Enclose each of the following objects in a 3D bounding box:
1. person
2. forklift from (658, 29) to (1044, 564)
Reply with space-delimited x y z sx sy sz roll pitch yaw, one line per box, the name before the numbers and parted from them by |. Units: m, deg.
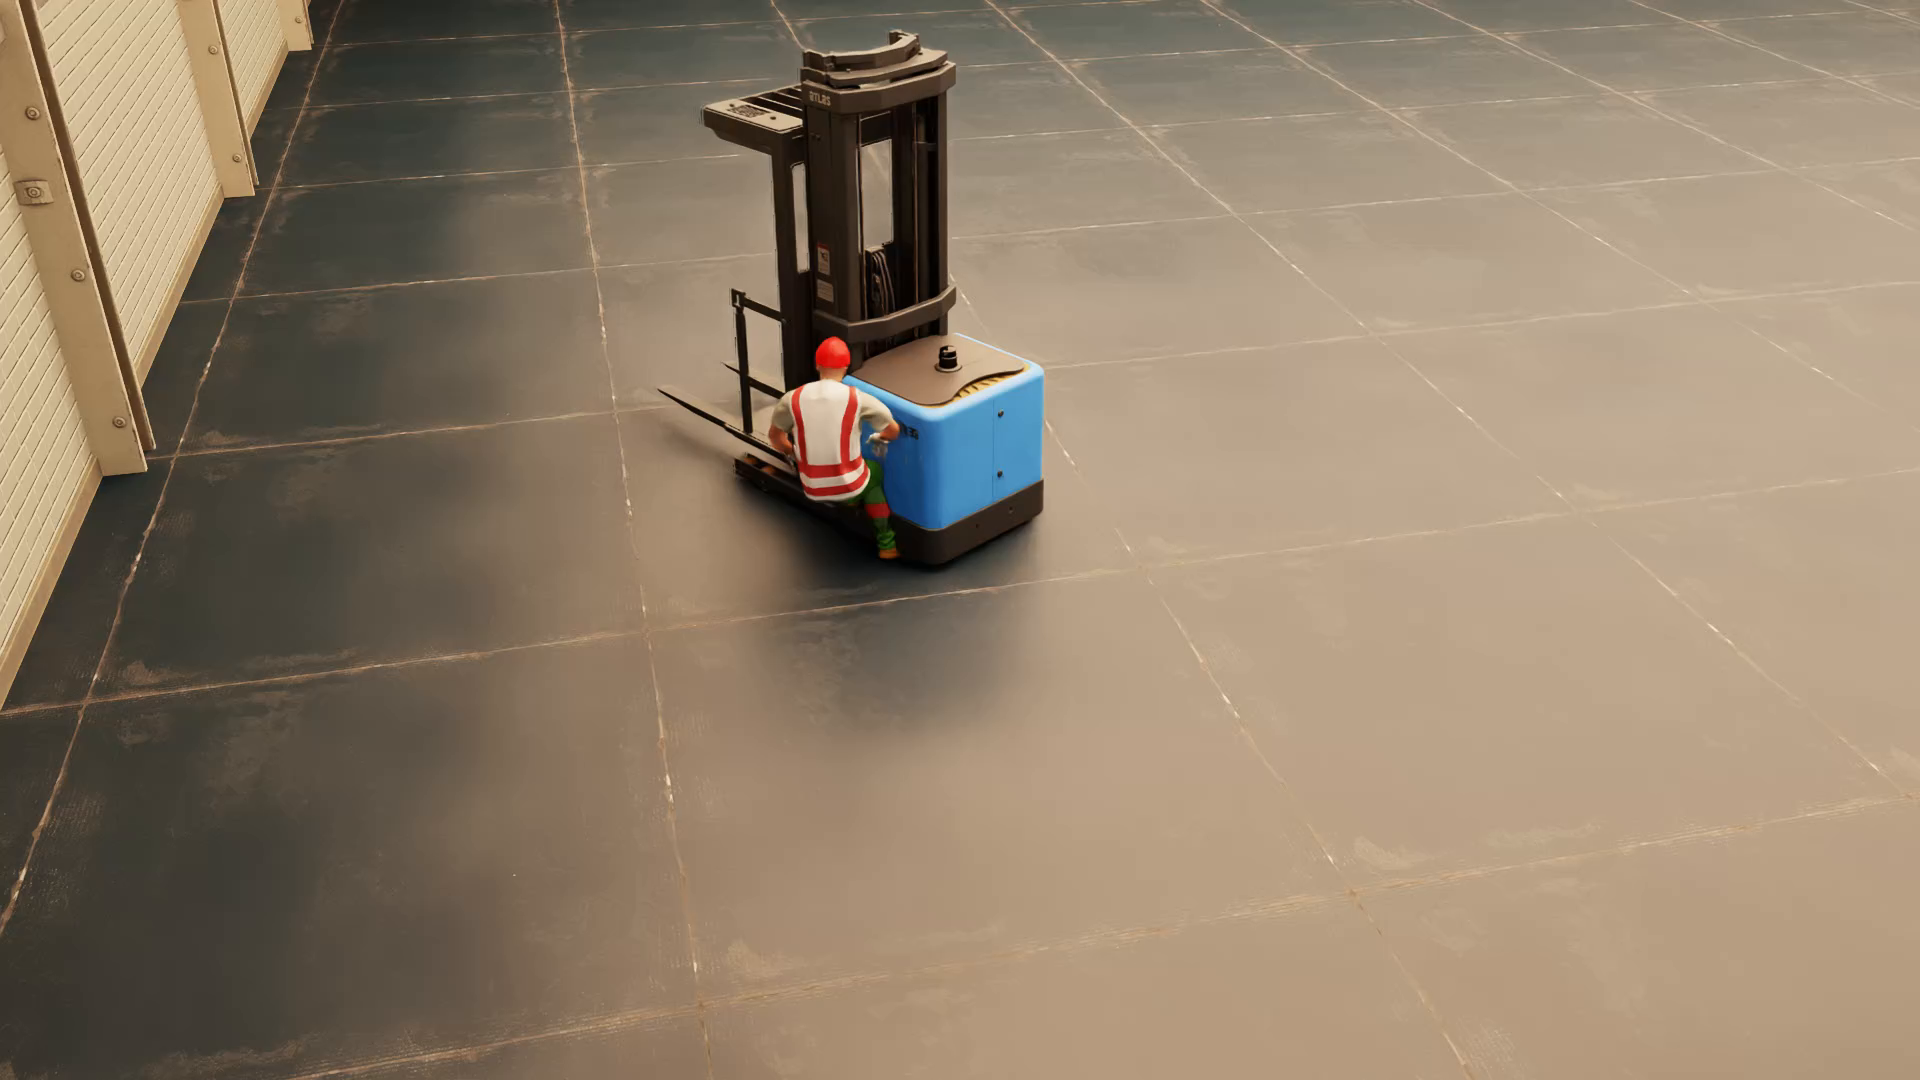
person | -0.709 -0.532 9.969 0.787 1.553 0.897 2 30 3
forklift | -0.865 -1.755 10.607 3.031 2.935 1.130 26 39 38
